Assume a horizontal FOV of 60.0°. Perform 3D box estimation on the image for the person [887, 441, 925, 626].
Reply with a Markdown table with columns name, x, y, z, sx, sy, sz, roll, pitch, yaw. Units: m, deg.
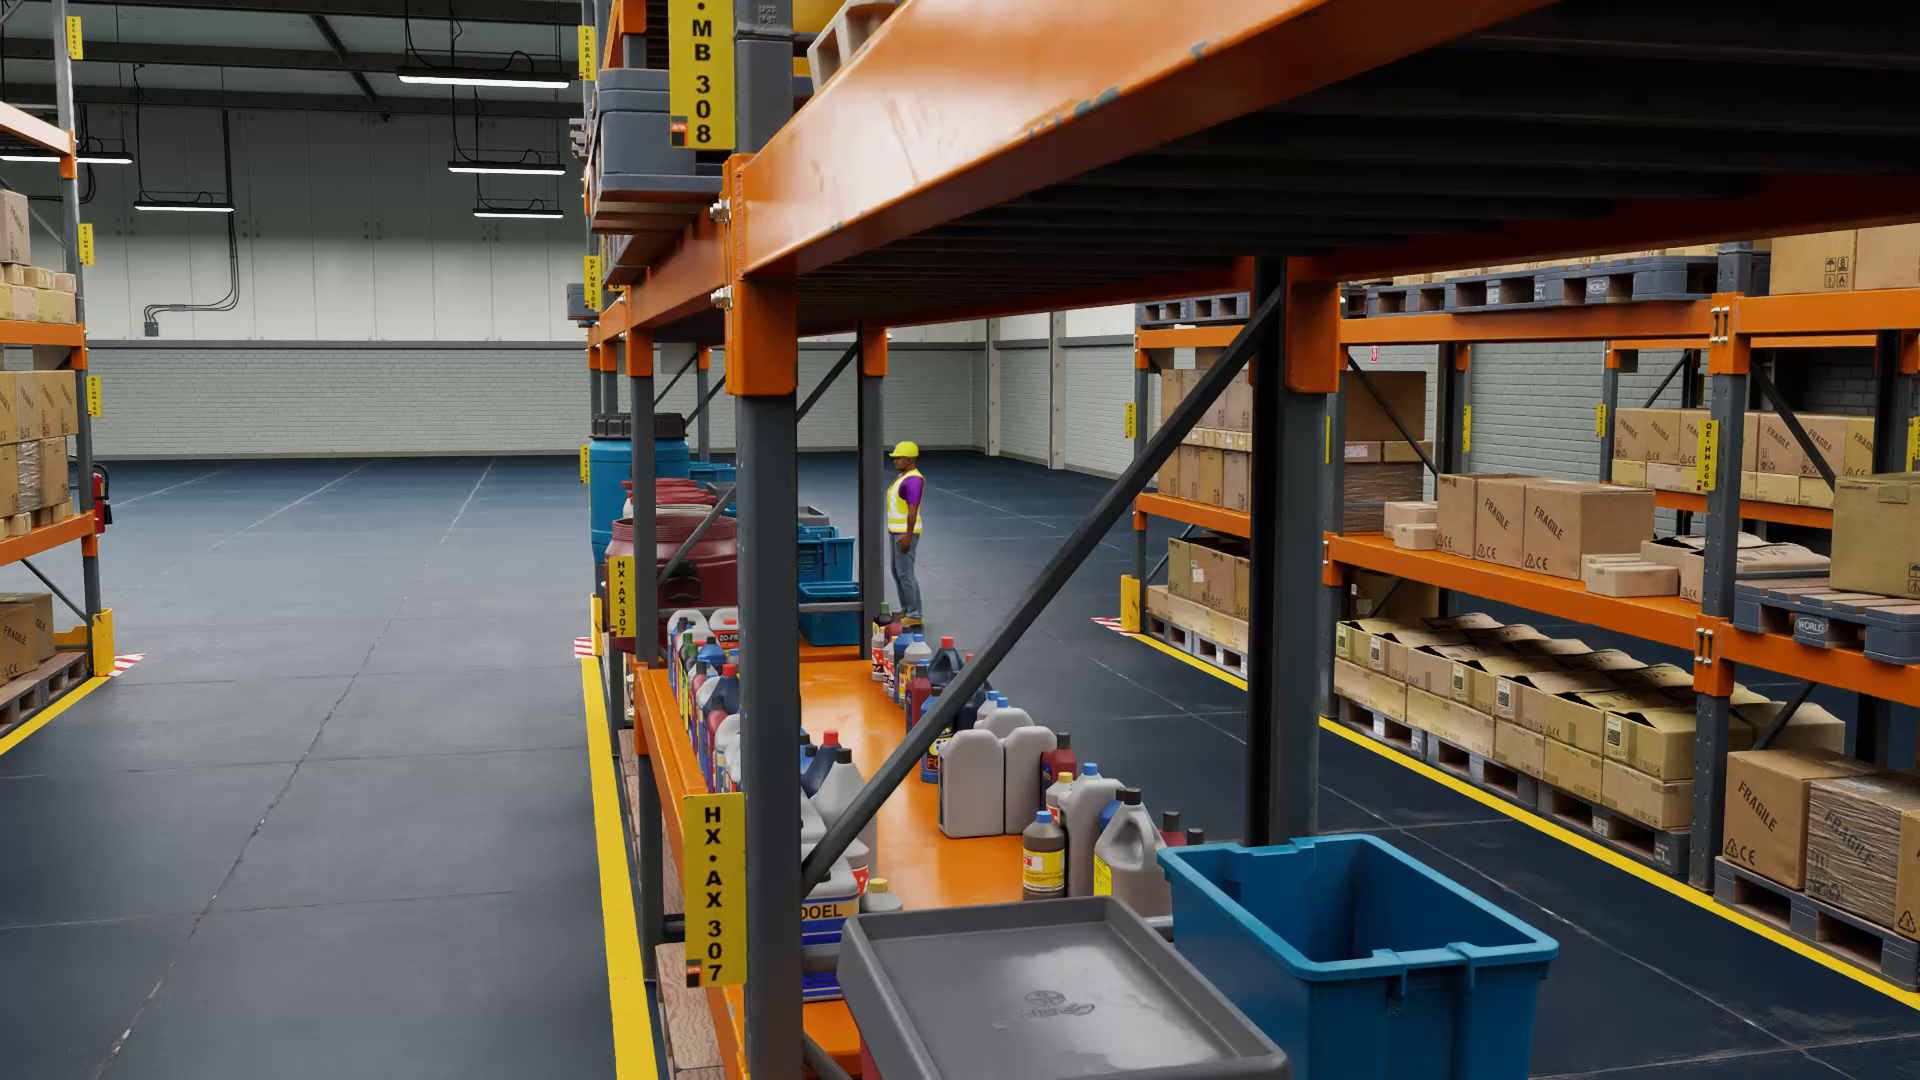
| name | x | y | z | sx | sy | sz | roll | pitch | yaw |
| --- | --- | --- | --- | --- | --- | --- | --- | --- | --- |
| person | -0.531 | -0.061 | 15.959 | 0.365 | 1.760 | 0.563 | -1 | 6 | -12 |
